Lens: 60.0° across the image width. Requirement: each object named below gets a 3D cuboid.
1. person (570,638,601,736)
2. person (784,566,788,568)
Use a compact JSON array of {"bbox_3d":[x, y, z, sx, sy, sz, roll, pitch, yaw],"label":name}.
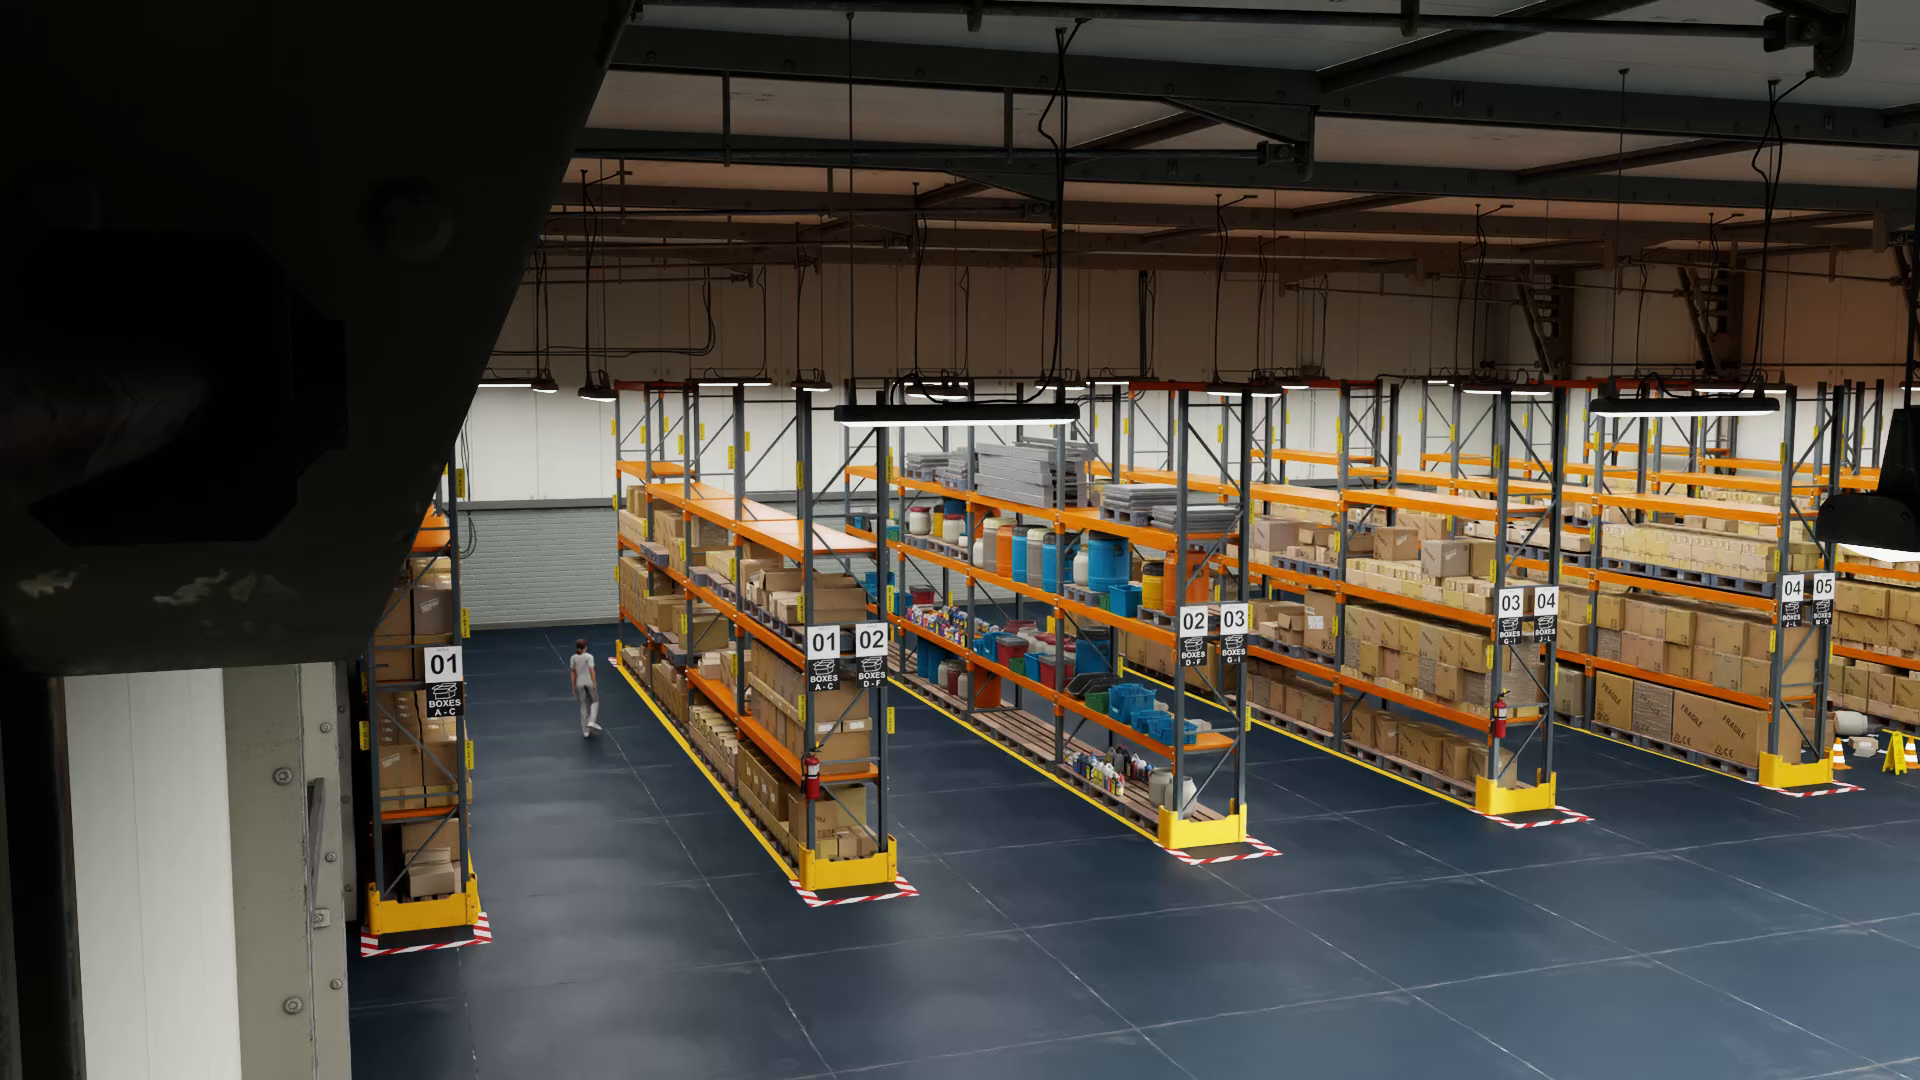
[{"bbox_3d":[-6.385,2.502,28.355,0.506,1.661,0.471,-1,6,-9],"label":"person"},{"bbox_3d":[-3.975,1.474,37.492,0.478,1.763,0.604,-2,6,-20],"label":"person"}]
